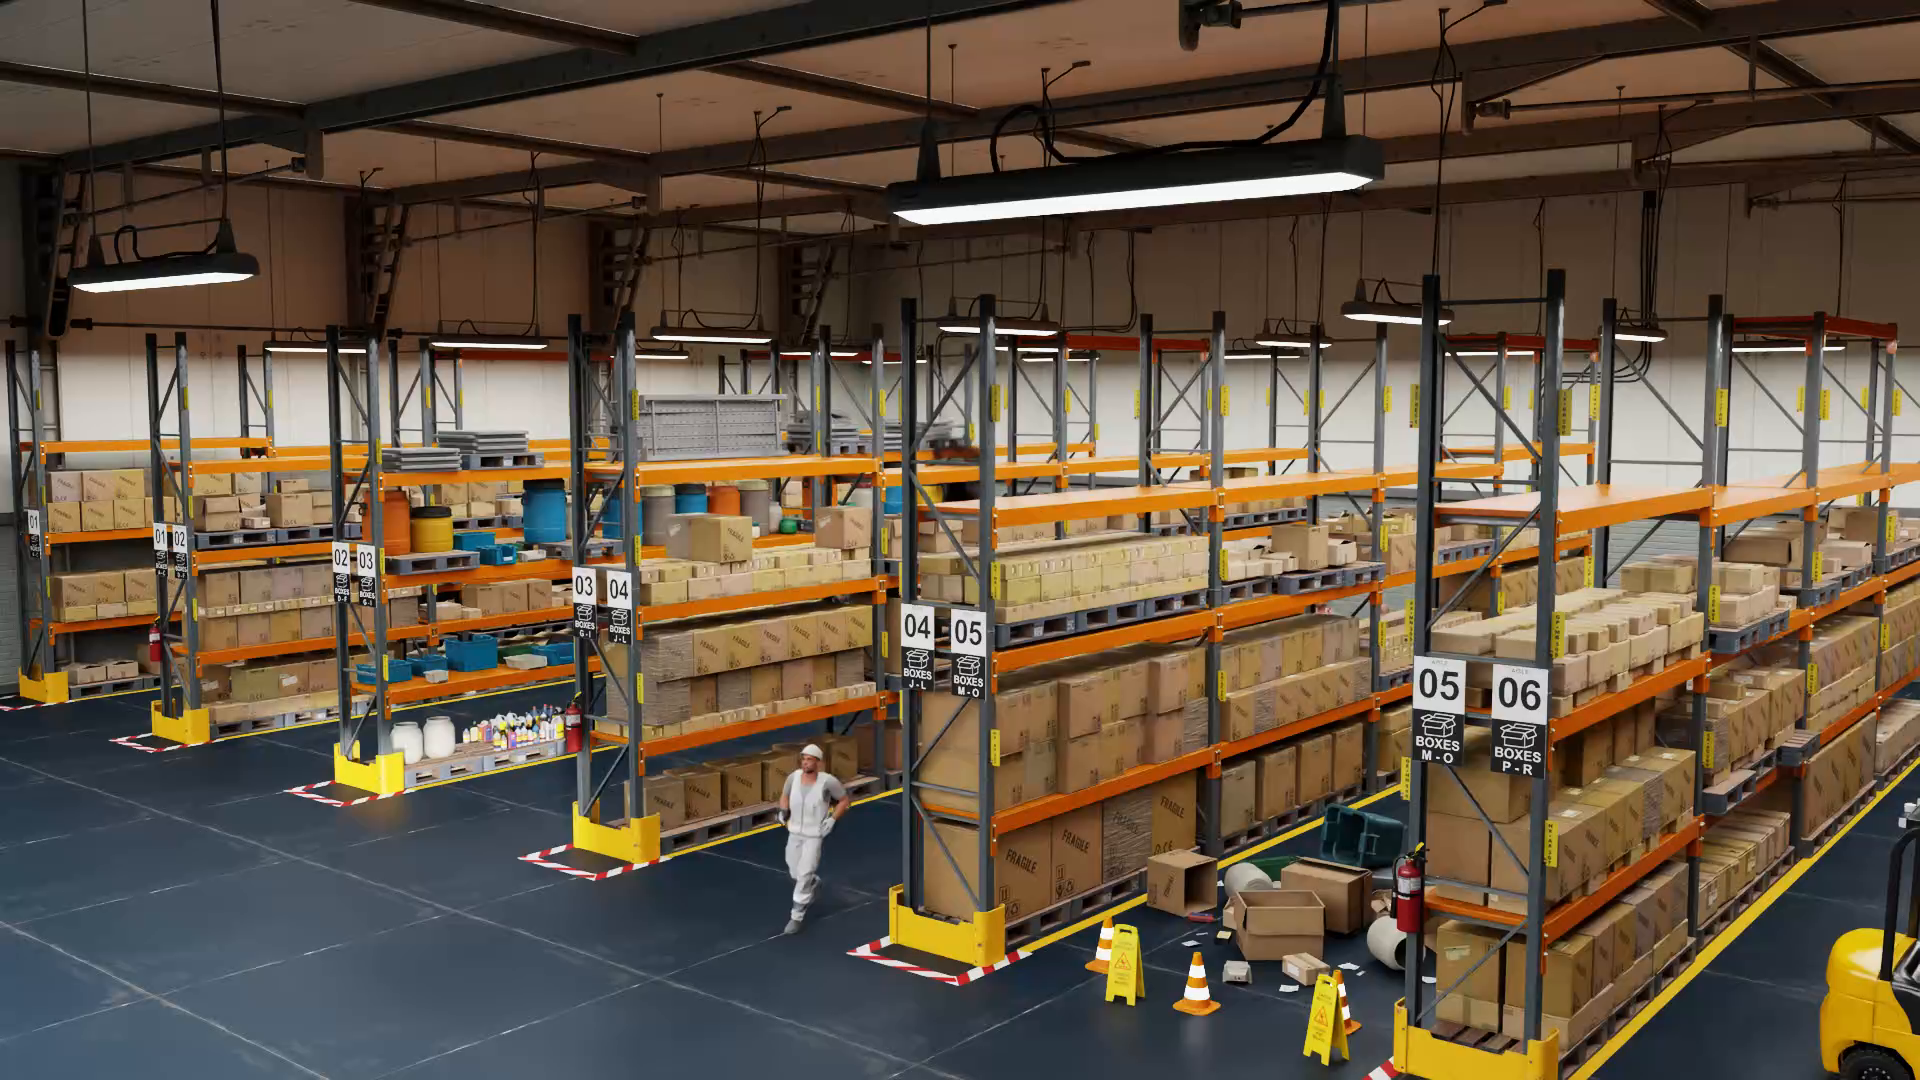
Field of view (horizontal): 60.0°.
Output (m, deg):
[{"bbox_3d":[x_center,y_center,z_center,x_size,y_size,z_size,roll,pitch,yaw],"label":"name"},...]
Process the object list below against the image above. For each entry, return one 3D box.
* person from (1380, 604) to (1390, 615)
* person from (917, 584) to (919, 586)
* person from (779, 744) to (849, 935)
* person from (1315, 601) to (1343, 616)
[{"bbox_3d":[6.801,1.908,26.699,0.956,1.765,0.724,-5,7,-43],"label":"person"},{"bbox_3d":[-0.861,1.178,34.931,0.624,1.667,0.823,2,6,26],"label":"person"},{"bbox_3d":[-1.429,2.844,16.103,0.672,1.785,0.833,2,6,22],"label":"person"},{"bbox_3d":[6.093,1.753,28.051,0.649,1.761,0.693,4,7,39],"label":"person"}]
